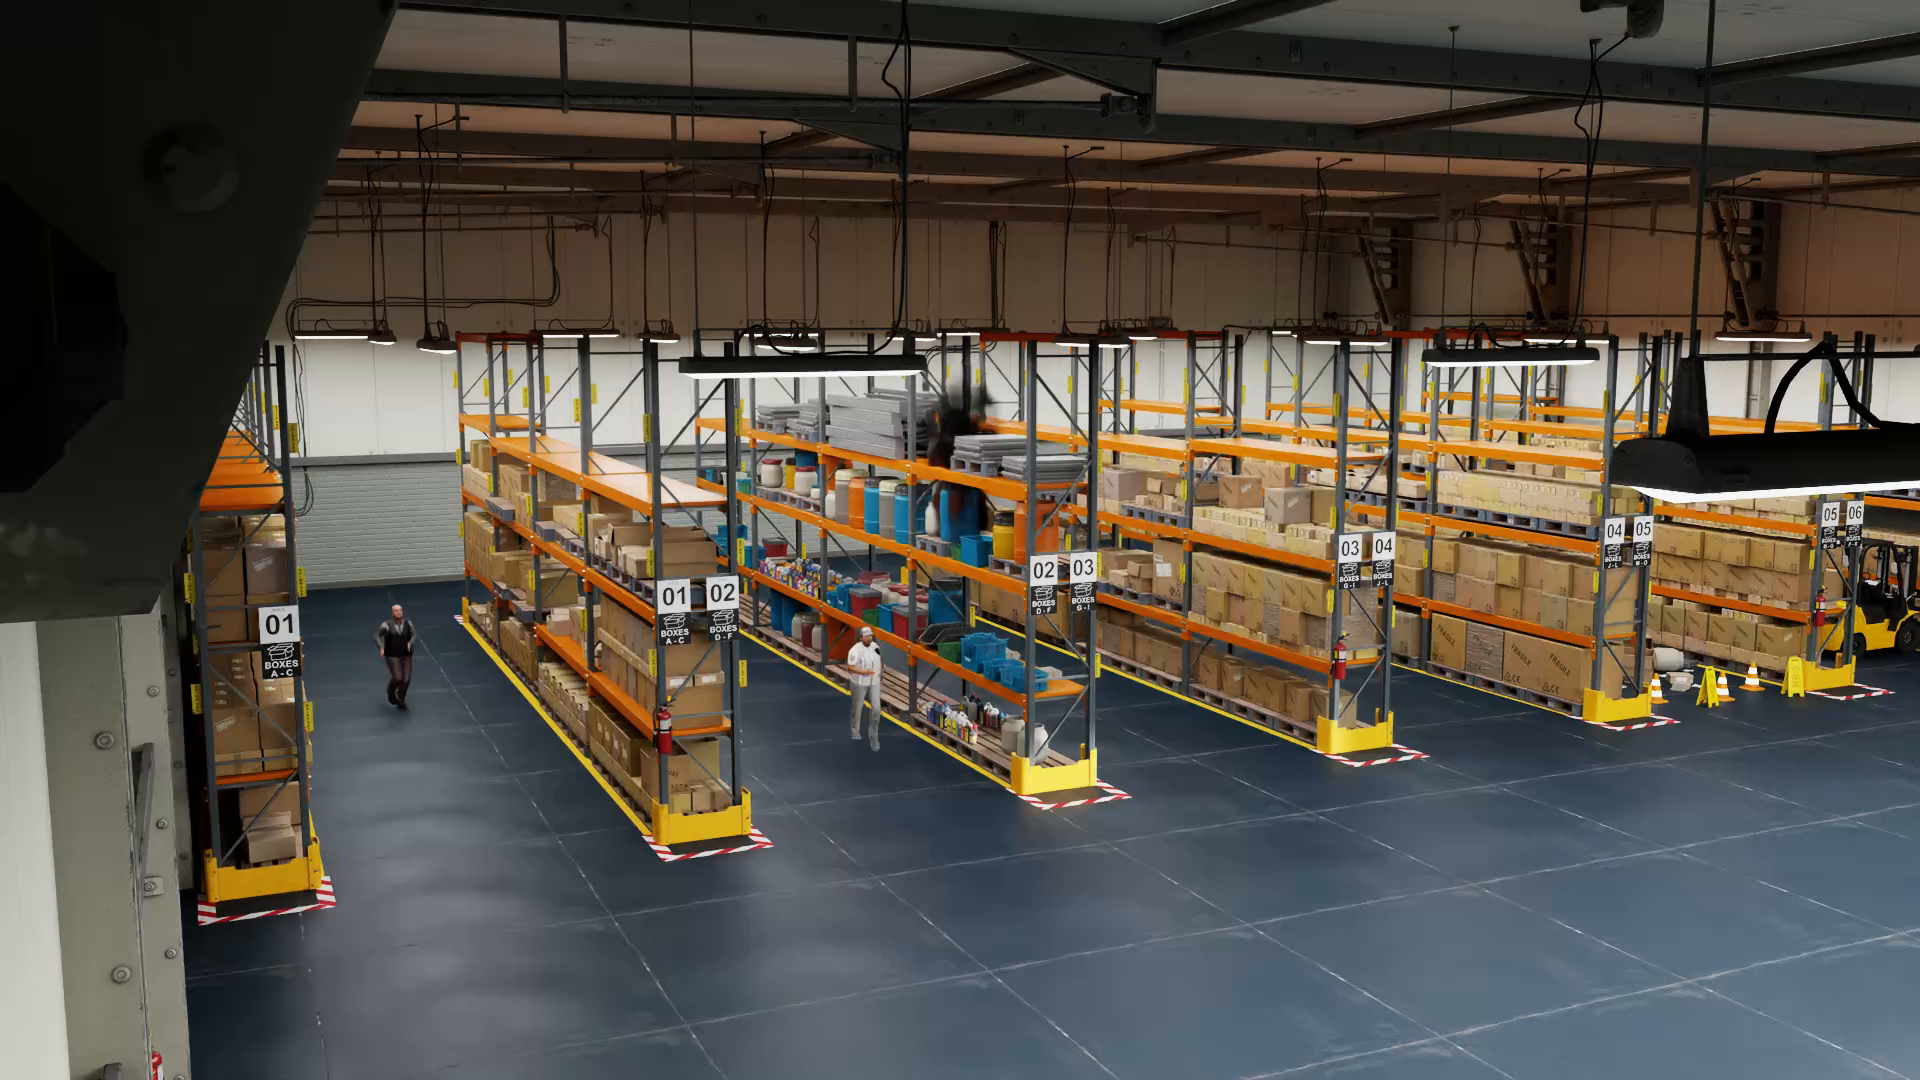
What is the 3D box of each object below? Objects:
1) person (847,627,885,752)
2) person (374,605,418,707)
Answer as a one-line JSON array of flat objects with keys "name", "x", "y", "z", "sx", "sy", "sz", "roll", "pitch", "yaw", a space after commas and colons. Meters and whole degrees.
[{"name": "person", "x": -1.315, "y": 2.101, "z": 23.506, "sx": 0.613, "sy": 1.791, "sz": 0.692, "roll": -4, "pitch": 9, "yaw": -28}, {"name": "person", "x": -9.034, "y": 1.887, "z": 26.796, "sx": 0.644, "sy": 1.680, "sz": 0.591, "roll": -6, "pitch": 10, "yaw": -36}]
